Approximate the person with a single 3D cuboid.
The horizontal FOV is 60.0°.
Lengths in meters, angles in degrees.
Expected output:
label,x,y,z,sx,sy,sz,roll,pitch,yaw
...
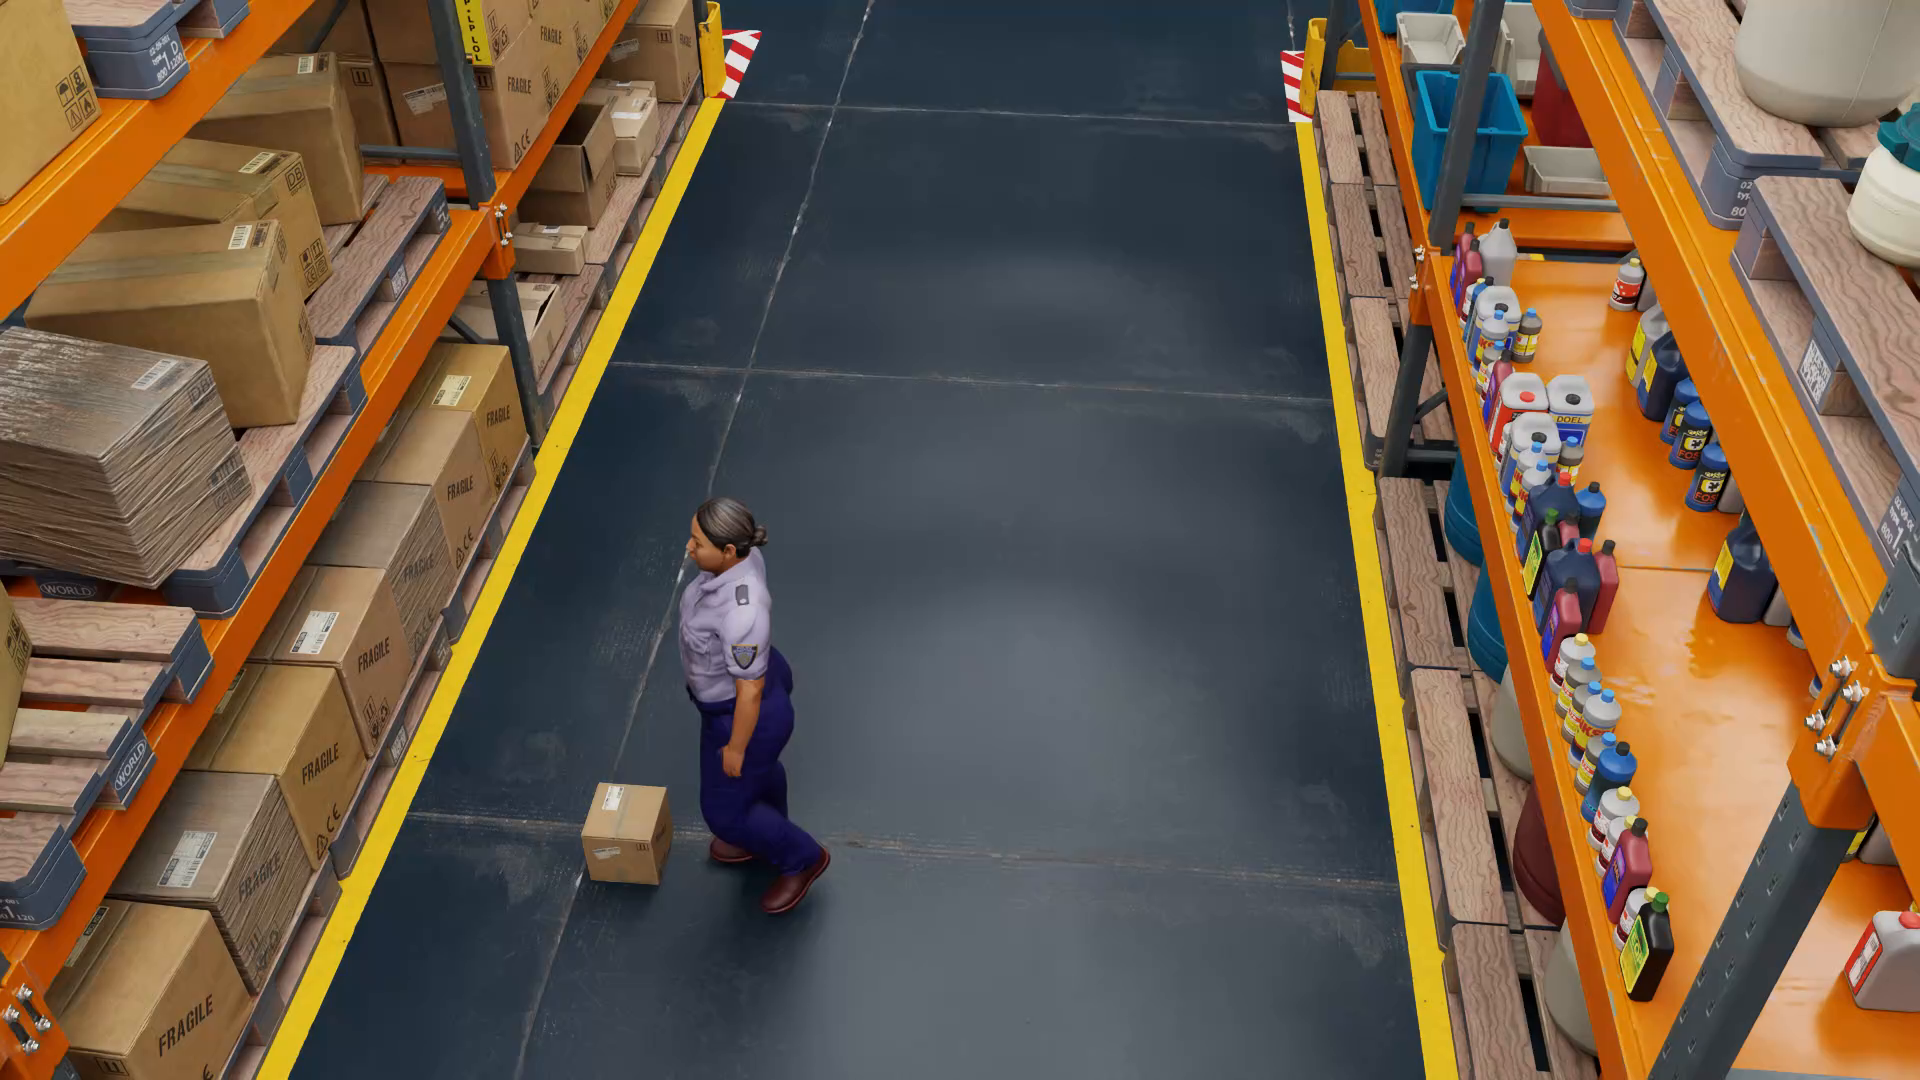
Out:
label,x,y,z,sx,sy,sz,roll,pitch,yaw
person,-0.689,0.541,5.508,0.433,1.659,0.529,-5,41,-6
